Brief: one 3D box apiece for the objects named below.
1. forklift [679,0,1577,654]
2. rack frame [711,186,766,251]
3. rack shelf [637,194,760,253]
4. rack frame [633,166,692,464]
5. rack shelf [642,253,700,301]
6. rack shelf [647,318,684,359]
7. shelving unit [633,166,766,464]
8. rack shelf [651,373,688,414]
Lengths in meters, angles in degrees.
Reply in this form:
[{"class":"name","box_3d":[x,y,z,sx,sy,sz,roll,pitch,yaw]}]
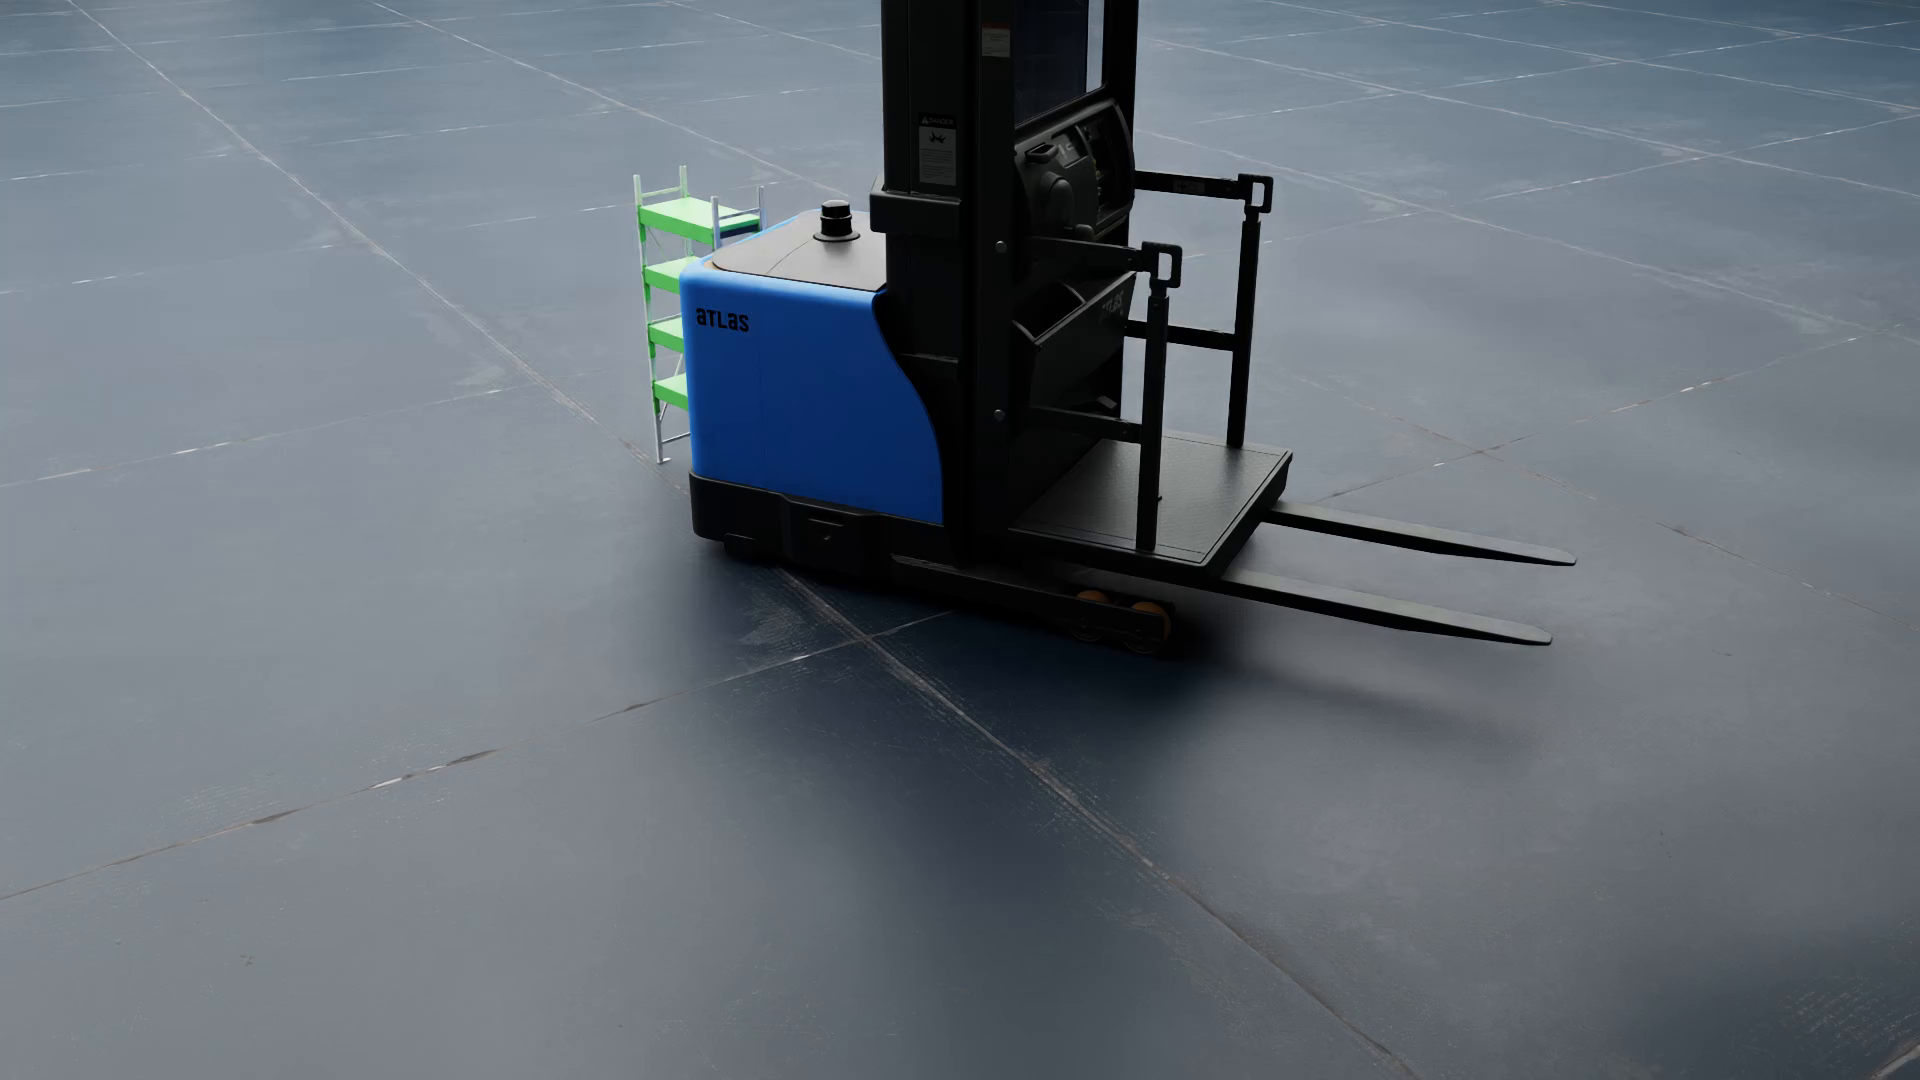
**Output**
[{"class":"forklift","box_3d":[0.567,-1.211,5.382,3.031,2.935,1.130,11,28,23]},{"class":"rack frame","box_3d":[-0.826,-0.751,6.436,0.015,1.200,0.240,23,34,40]},{"class":"rack shelf","box_3d":[-0.998,-1.201,6.414,0.480,0.148,0.258,23,34,40]},{"class":"rack frame","box_3d":[-1.171,-0.898,6.747,0.015,1.200,0.240,23,34,40]},{"class":"rack shelf","box_3d":[-0.998,-0.984,6.516,0.480,0.148,0.258,23,34,40]},{"class":"rack shelf","box_3d":[-0.998,-0.767,6.619,0.480,0.148,0.258,23,34,40]},{"class":"shelving unit","box_3d":[-0.998,-0.825,6.591,0.503,1.200,0.258,23,34,40]},{"class":"rack shelf","box_3d":[-0.998,-0.550,6.721,0.480,0.148,0.258,23,34,40]}]
